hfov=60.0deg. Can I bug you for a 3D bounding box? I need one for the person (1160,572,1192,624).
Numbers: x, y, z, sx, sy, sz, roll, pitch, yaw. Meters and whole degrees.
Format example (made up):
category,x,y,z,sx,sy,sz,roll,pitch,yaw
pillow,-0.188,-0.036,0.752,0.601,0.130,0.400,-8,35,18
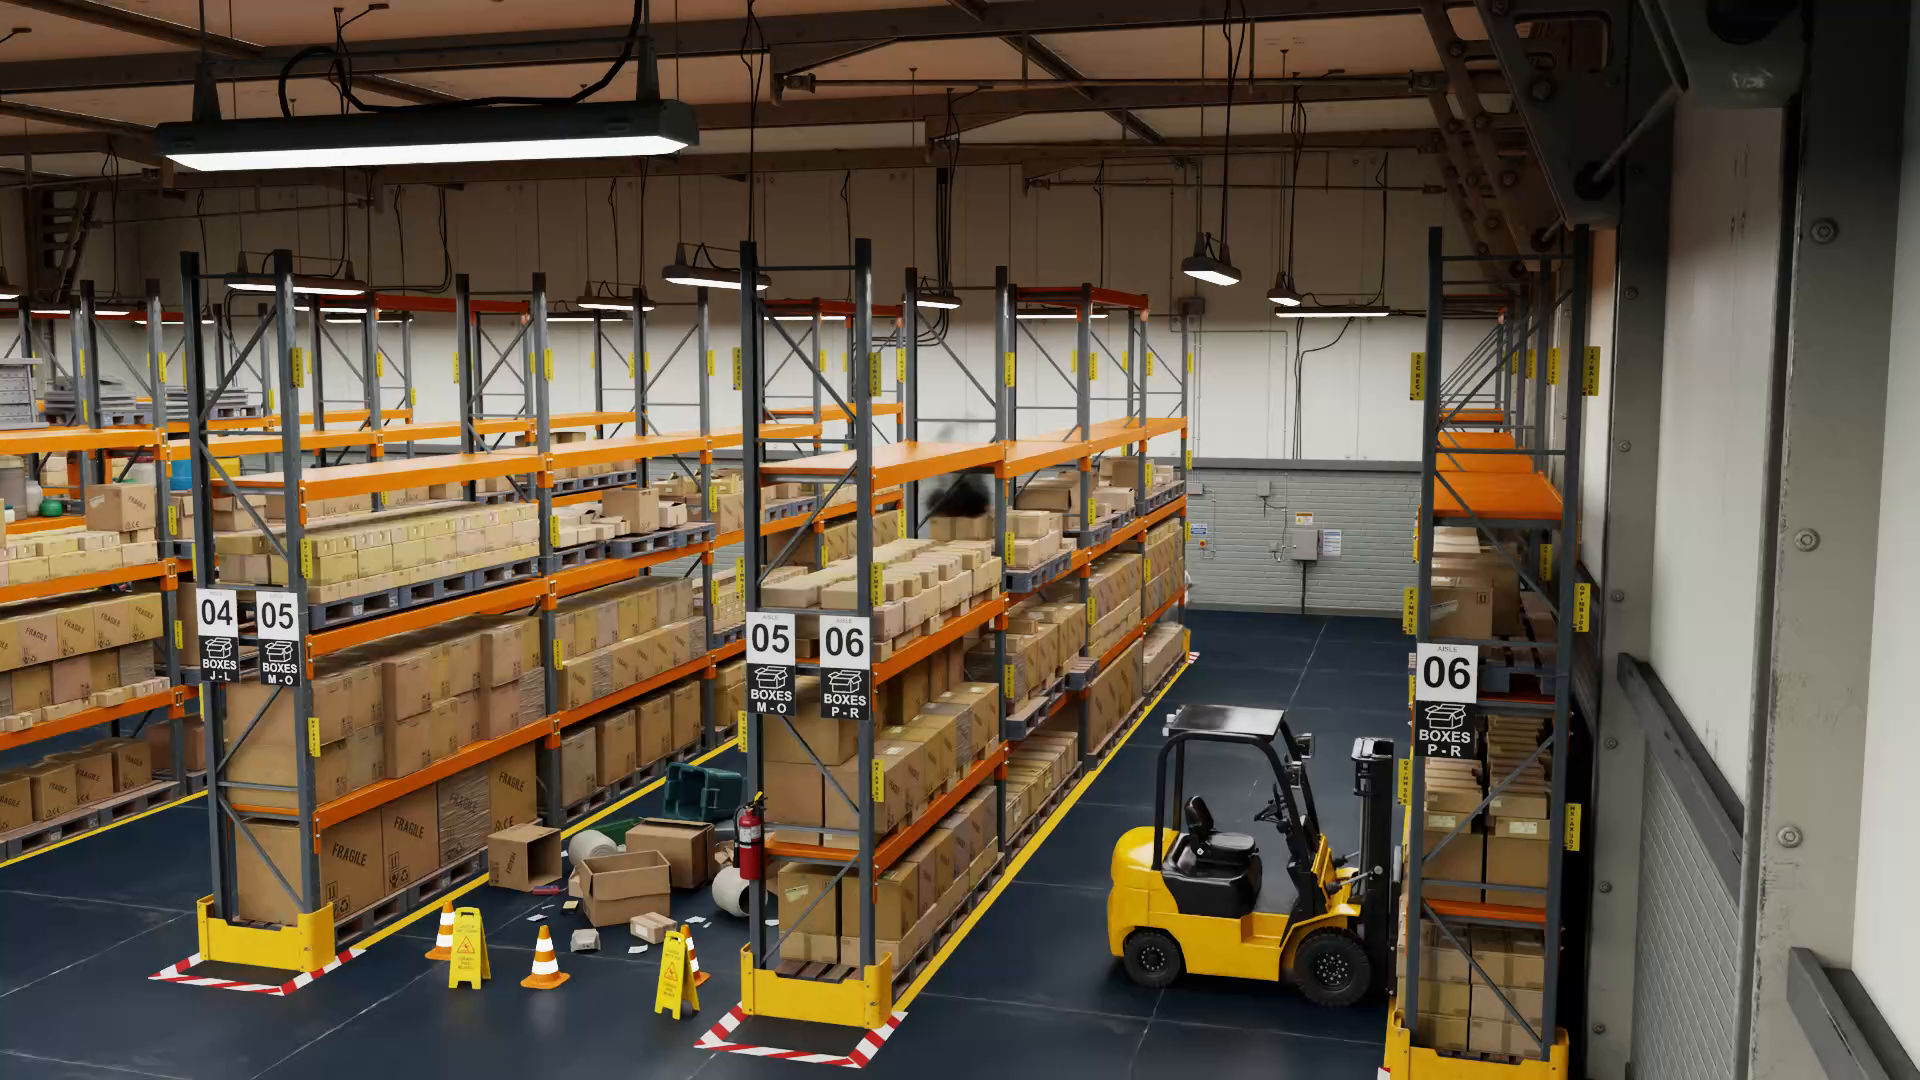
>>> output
category,x,y,z,sx,sy,sz,roll,pitch,yaw
person,3.762,1.108,29.228,0.646,1.632,0.491,-6,9,-44
